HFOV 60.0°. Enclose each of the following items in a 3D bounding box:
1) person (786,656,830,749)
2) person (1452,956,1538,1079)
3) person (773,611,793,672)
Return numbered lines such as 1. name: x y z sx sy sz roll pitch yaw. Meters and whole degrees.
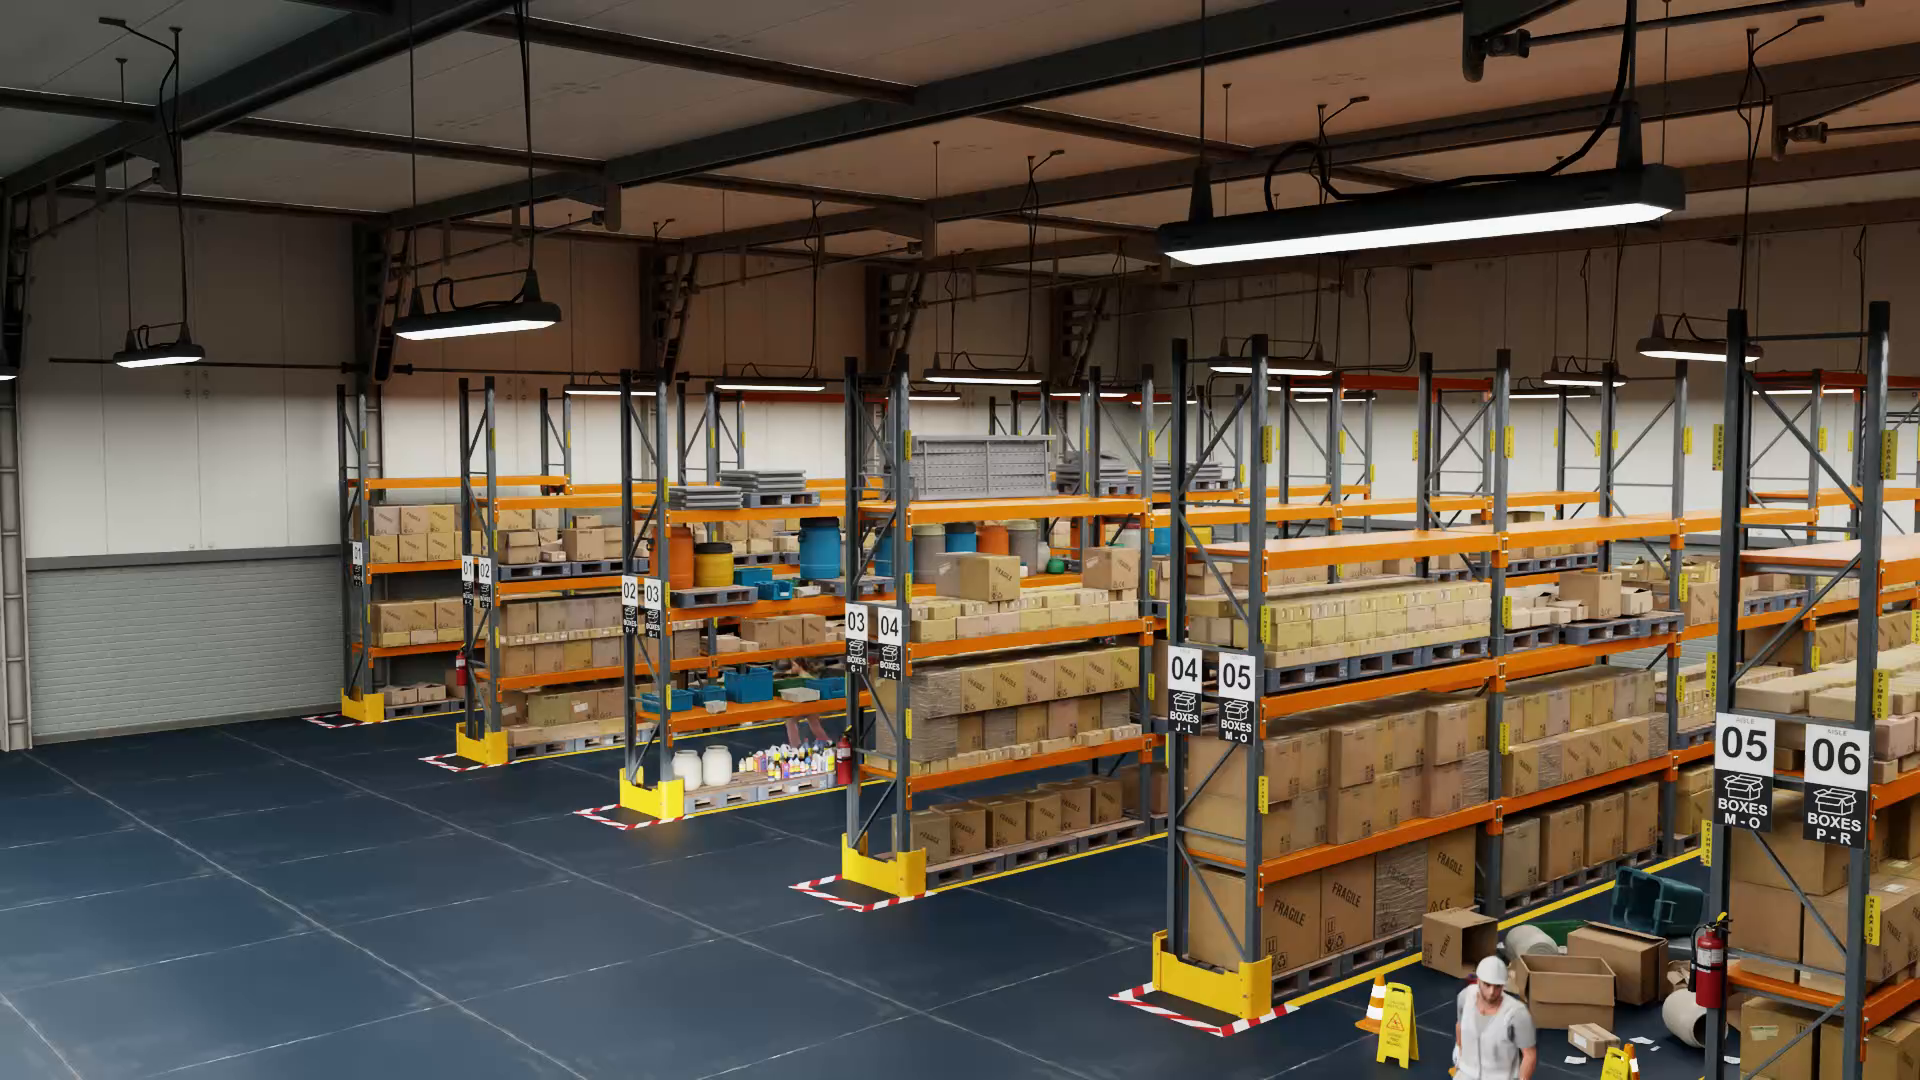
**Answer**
1. person: -2.370 2.617 26.219 0.808 1.598 0.522 -1 4 -16
2. person: 3.497 3.572 11.012 0.672 1.739 0.642 3 5 38
3. person: -3.552 2.199 33.688 0.571 1.527 0.869 2 4 32
